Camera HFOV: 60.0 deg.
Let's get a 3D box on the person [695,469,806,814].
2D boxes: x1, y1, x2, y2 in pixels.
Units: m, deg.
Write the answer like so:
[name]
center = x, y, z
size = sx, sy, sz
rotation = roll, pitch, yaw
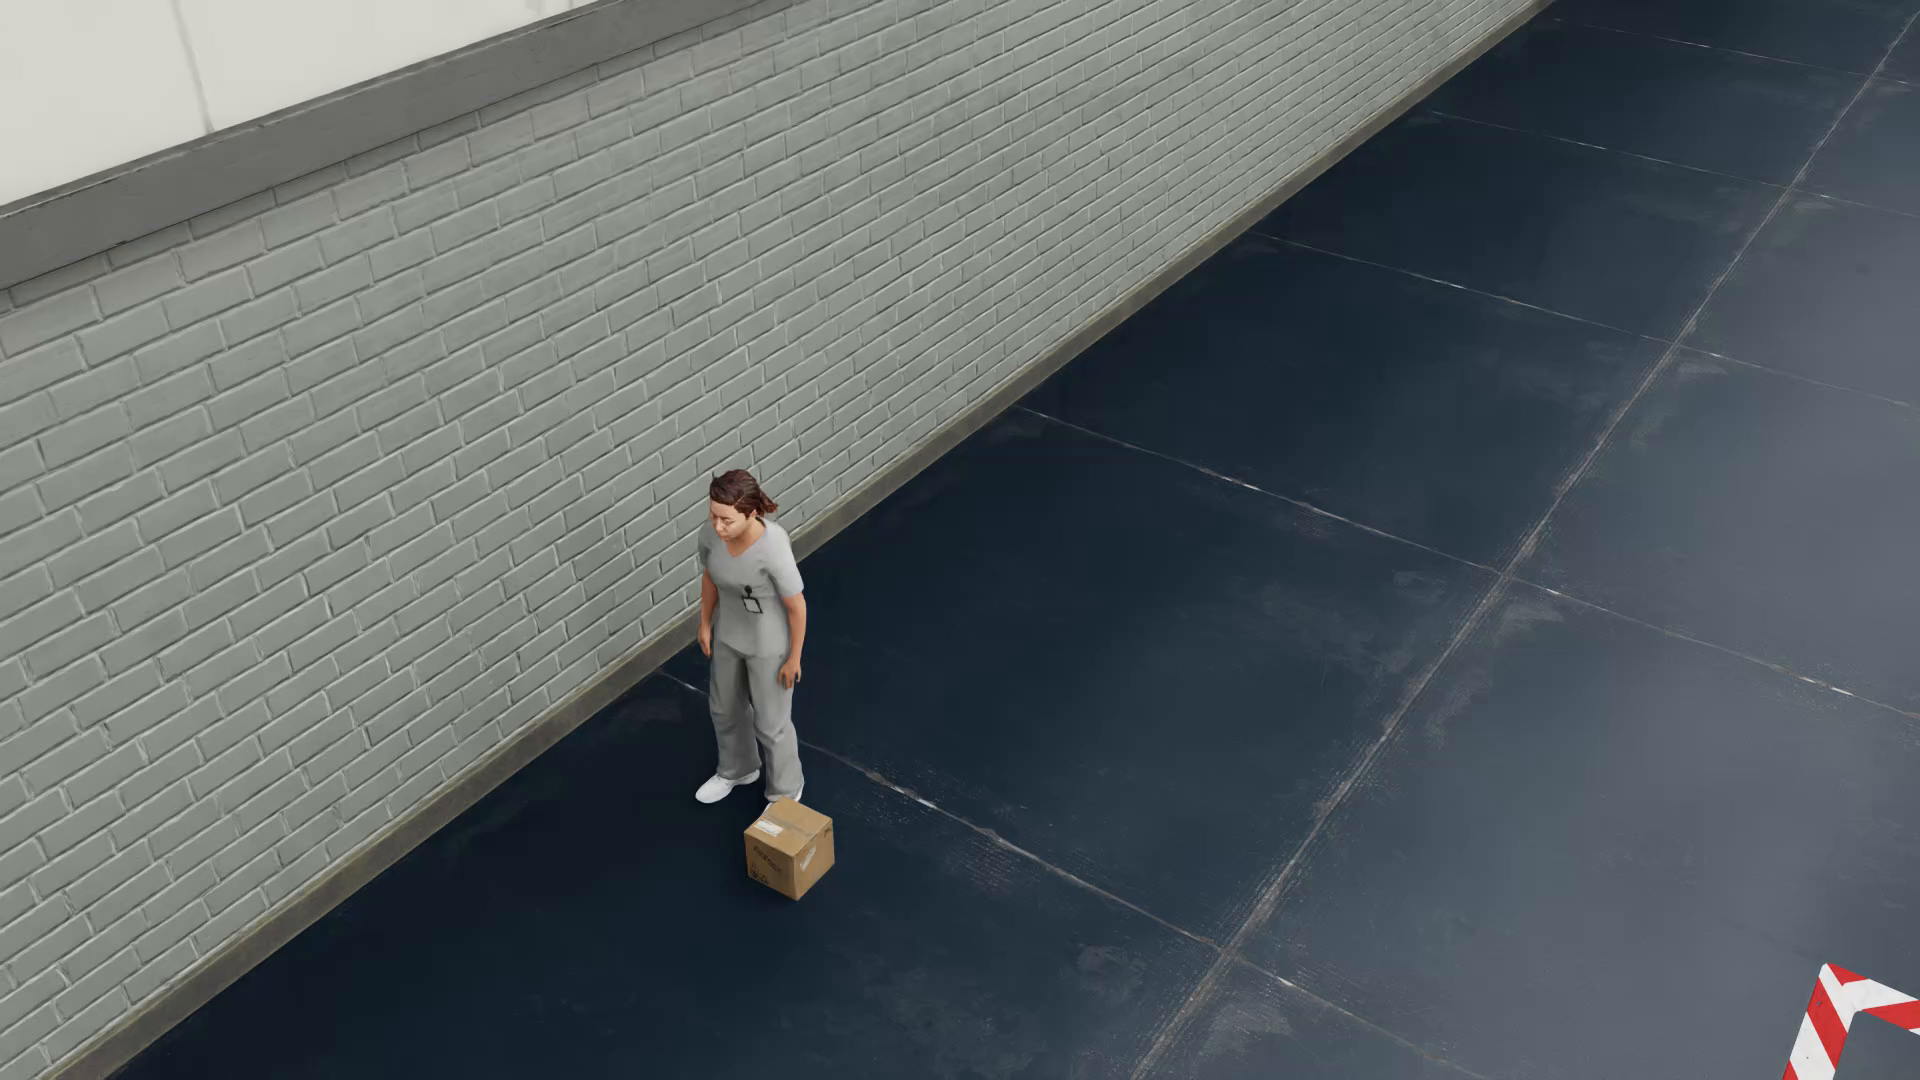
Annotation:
[person]
center = -0.827, 0.412, 6.552
size = 0.507, 1.671, 0.358
rotation = 19, 39, 25
